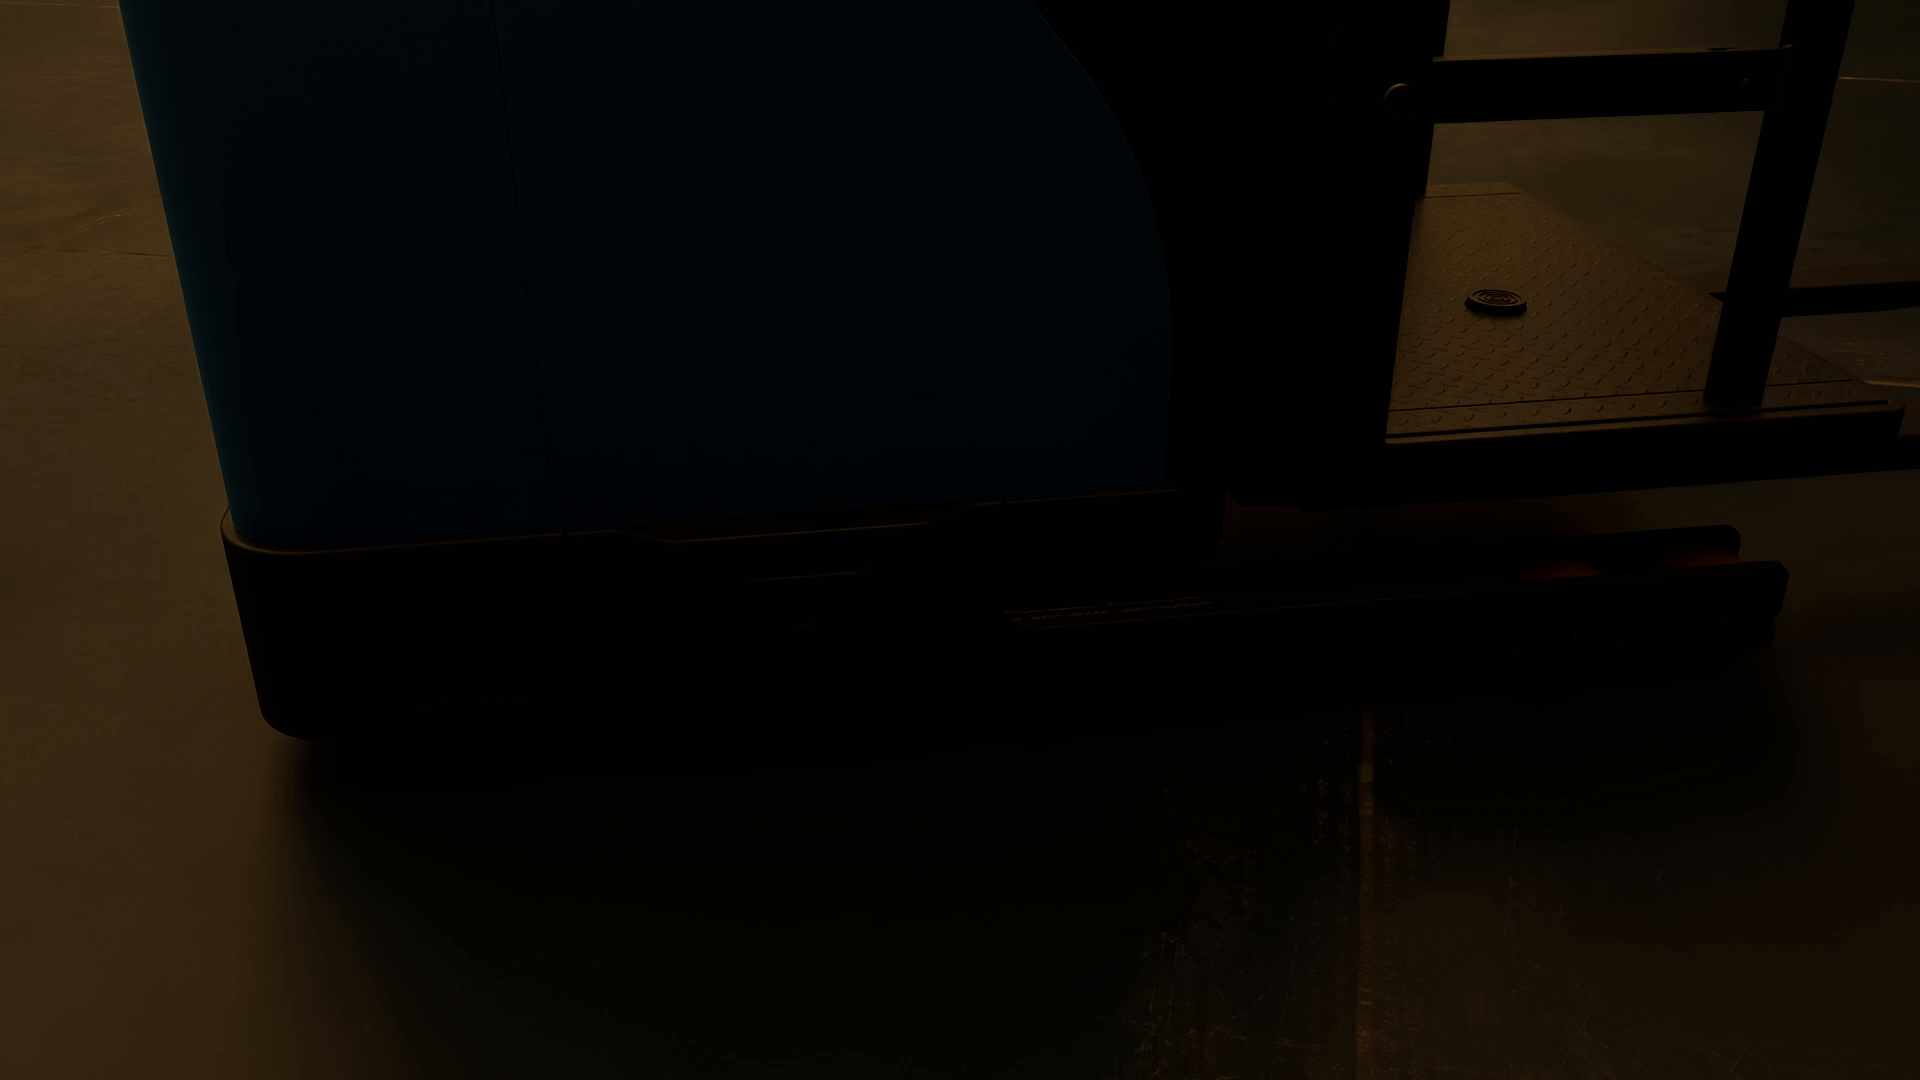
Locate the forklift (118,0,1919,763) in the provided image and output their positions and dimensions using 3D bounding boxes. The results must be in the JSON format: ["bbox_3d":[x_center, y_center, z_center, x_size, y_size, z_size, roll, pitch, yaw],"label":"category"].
[{"bbox_3d":[0.600,-1.354,1.930,3.031,2.935,1.130,-4,27,-9],"label":"forklift"}]
